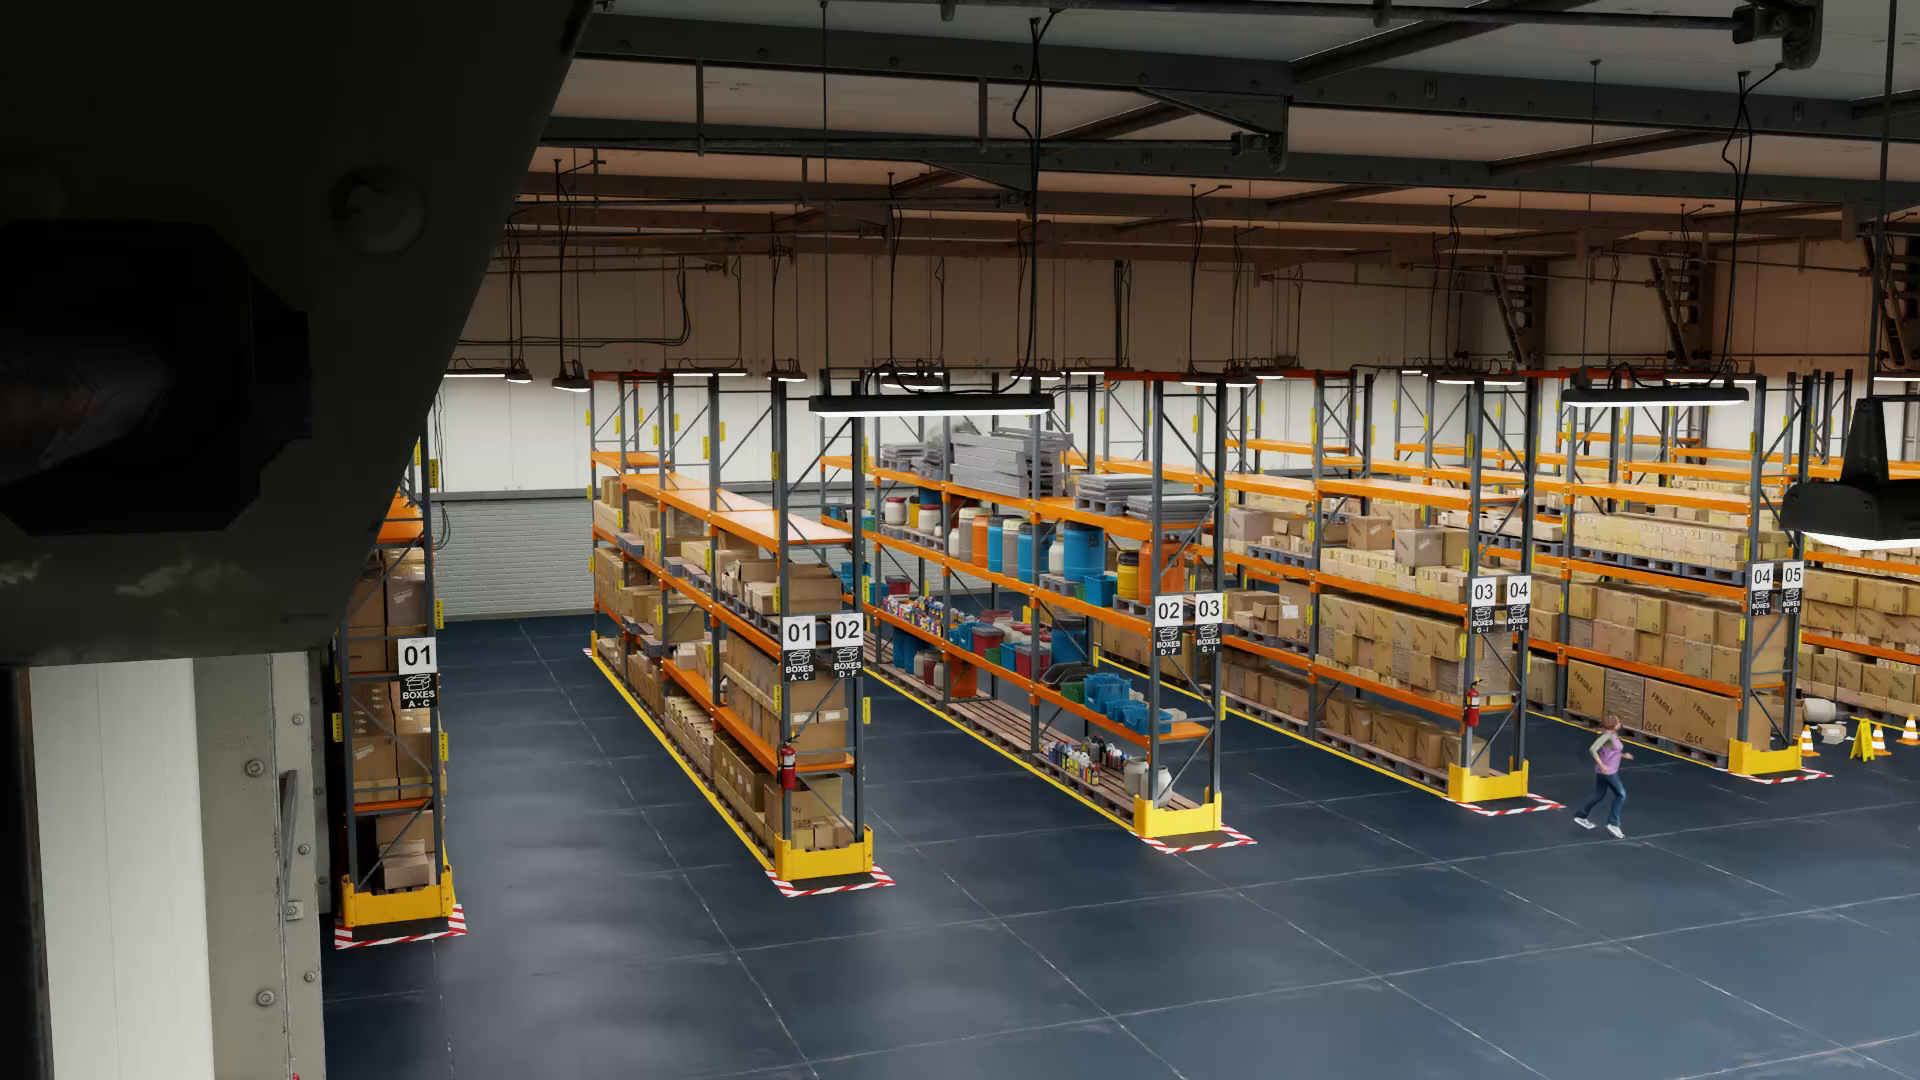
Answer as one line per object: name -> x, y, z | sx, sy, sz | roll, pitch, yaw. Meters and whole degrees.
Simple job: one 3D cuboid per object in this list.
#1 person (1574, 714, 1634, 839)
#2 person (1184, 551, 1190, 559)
person -> 8.500, 3.095, 21.940 | 0.706, 1.642, 0.497 | 2, 7, 21
person -> 5.377, 0.962, 41.025 | 0.771, 1.618, 0.677 | -3, 7, -27
